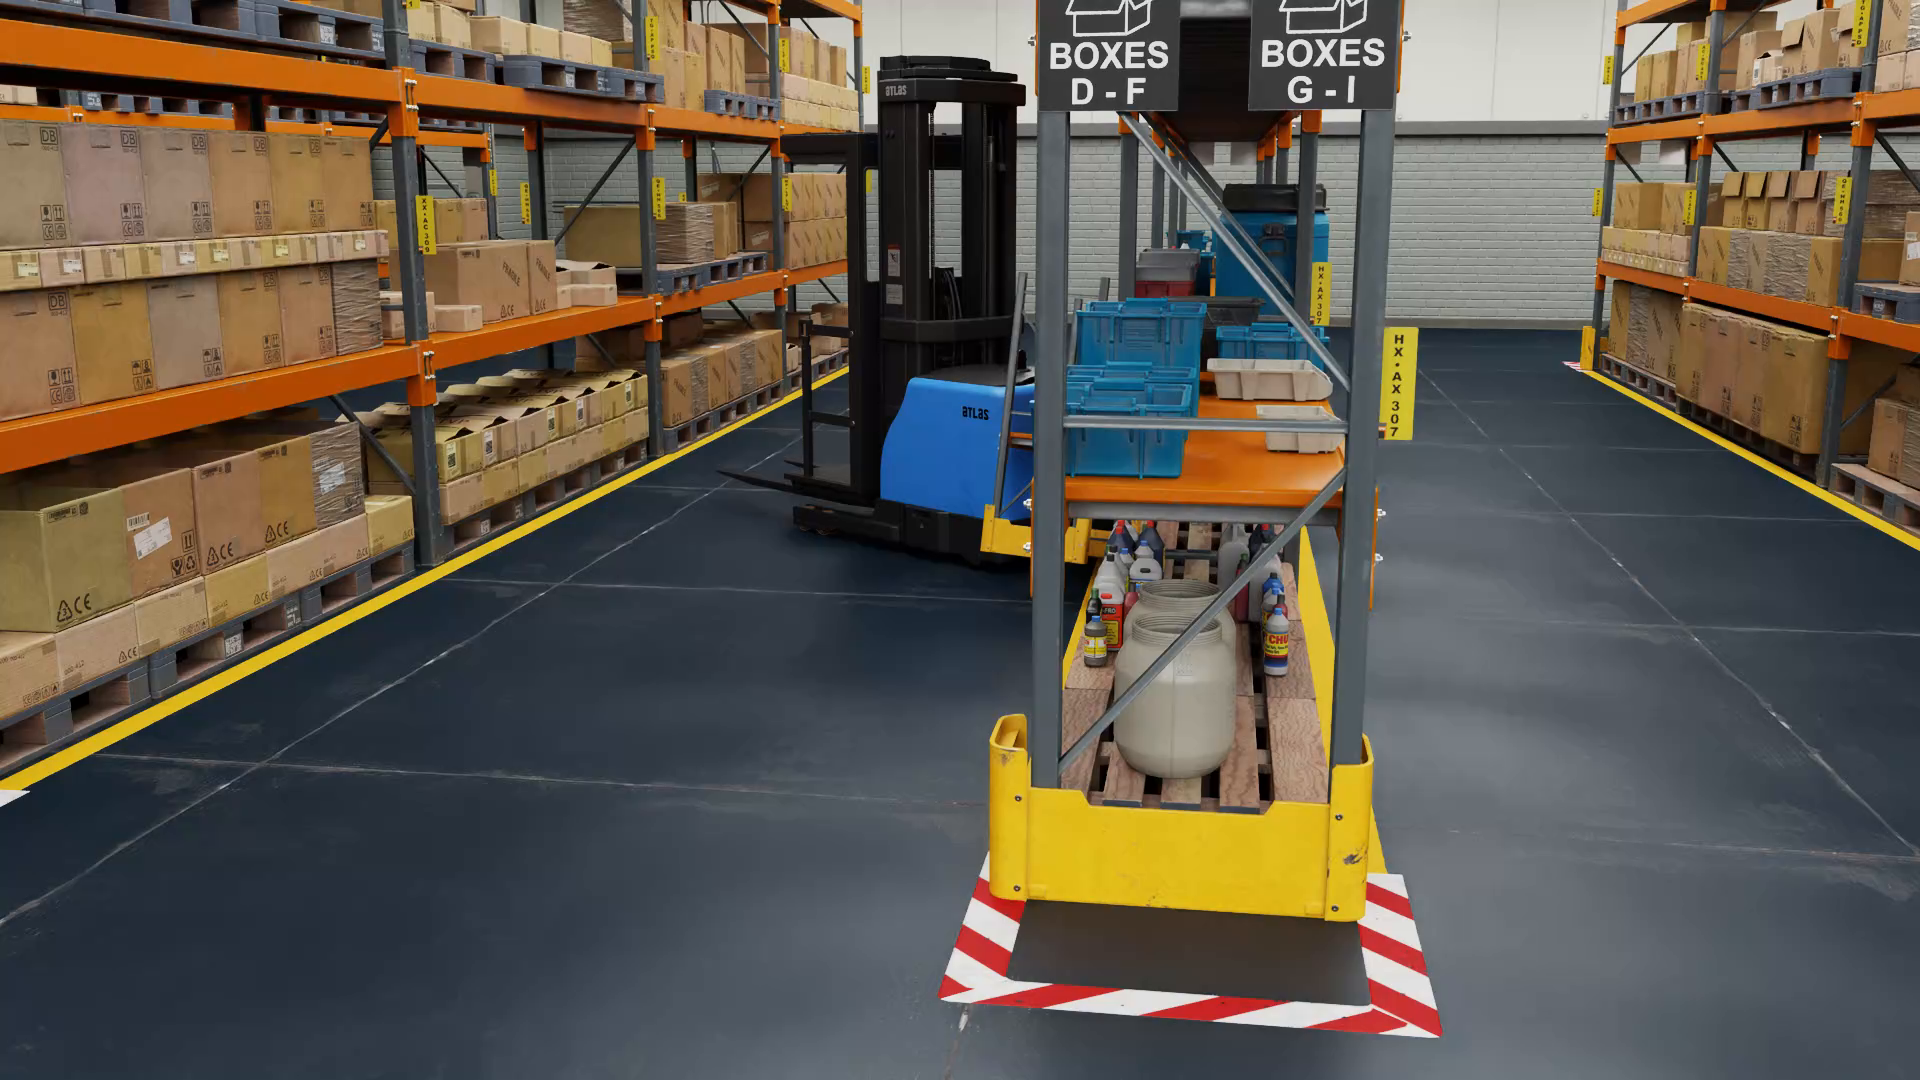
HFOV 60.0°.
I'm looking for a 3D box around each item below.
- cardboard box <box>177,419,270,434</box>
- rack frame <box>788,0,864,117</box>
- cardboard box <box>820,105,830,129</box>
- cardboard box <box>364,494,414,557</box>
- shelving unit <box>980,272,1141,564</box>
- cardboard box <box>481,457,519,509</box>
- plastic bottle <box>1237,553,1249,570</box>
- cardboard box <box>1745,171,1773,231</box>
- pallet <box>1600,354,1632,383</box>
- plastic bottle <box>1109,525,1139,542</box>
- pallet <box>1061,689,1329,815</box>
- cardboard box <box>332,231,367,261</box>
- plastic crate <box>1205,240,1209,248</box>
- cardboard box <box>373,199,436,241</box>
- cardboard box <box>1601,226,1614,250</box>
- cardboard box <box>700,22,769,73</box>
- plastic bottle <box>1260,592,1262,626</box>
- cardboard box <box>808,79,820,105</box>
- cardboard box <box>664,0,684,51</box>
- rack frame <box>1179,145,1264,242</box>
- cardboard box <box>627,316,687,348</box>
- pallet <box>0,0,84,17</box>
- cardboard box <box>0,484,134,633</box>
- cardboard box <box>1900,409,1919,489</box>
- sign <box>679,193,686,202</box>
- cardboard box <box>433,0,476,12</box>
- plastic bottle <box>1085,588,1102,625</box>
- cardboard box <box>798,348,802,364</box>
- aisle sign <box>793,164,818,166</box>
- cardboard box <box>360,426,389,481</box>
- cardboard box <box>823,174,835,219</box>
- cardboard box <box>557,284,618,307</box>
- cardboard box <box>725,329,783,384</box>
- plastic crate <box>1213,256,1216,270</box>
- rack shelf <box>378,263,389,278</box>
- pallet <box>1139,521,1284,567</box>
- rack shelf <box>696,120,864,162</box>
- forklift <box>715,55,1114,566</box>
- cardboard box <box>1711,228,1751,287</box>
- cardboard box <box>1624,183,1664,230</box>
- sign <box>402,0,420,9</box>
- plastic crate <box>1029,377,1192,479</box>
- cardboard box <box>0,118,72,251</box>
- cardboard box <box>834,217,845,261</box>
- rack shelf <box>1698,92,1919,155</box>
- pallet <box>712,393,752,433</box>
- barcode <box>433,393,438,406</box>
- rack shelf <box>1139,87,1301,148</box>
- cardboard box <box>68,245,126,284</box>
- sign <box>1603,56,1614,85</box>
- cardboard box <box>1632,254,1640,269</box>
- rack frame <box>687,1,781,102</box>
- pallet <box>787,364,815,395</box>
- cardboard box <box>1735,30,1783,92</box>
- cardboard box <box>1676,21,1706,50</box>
[{"bbox_3d":[-4.005,-0.366,8.824,0.500,0.500,0.500,2,12,9],"label":"cardboard box"},{"bbox_3d":[-1.710,-6.760,20.501,1.000,3.000,0.127,2,12,9],"label":"rack frame"},{"bbox_3d":[-1.773,-4.793,18.851,0.500,0.250,0.500,2,12,9],"label":"cardboard box"},{"bbox_3d":[-3.411,-0.087,9.307,0.500,0.250,0.500,2,12,9],"label":"cardboard box"},{"bbox_3d":[0.651,-0.652,9.279,0.587,1.500,1.083,7,3,21],"label":"shelving unit"},{"bbox_3d":[-3.169,-0.373,10.634,0.500,0.250,0.500,2,12,10],"label":"cardboard box"},{"bbox_3d":[1.340,0.197,7.862,0.061,0.283,0.133,2,12,9],"label":"plastic bottle"},{"bbox_3d":[7.256,-2.937,14.381,0.797,0.503,0.637,2,12,9],"label":"cardboard box"},{"bbox_3d":[8.032,-1.974,19.150,1.003,0.211,1.213,2,12,9],"label":"pallet"},{"bbox_3d":[0.834,0.069,8.476,0.152,0.276,0.135,2,12,11],"label":"plastic bottle"},{"bbox_3d":[0.819,0.841,6.088,1.003,0.211,1.213,2,12,9],"label":"pallet"},{"bbox_3d":[-3.425,-1.581,8.930,0.380,0.149,0.250,2,12,7],"label":"cardboard box"},{"bbox_3d":[2.618,-3.299,18.936,0.416,0.233,0.300,2,12,9],"label":"plastic crate"},{"bbox_3d":[-6.901,-3.717,19.909,0.980,0.700,0.700,1,12,6],"label":"cardboard box"},{"bbox_3d":[7.738,-3.487,19.202,0.500,0.250,0.500,2,12,7],"label":"cardboard box"},{"bbox_3d":[-2.288,-5.101,17.313,0.700,0.500,0.500,2,12,9],"label":"cardboard box"},{"bbox_3d":[1.425,0.294,7.605,0.097,0.201,0.097,0,12,0],"label":"plastic bottle"},{"bbox_3d":[-1.841,-4.933,18.314,0.500,0.250,0.500,2,12,9],"label":"cardboard box"},{"bbox_3d":[-2.710,-4.469,14.380,0.500,0.500,0.500,2,12,9],"label":"cardboard box"},{"bbox_3d":[3.184,-3.666,20.385,1.000,3.000,0.127,2,12,9],"label":"rack frame"},{"bbox_3d":[-2.871,-1.949,15.527,0.500,0.250,0.500,2,12,8],"label":"cardboard box"},{"bbox_3d":[-4.036,-2.066,6.051,1.003,0.211,1.213,2,12,9],"label":"pallet"},{"bbox_3d":[-3.793,0.067,6.813,0.500,0.500,0.500,2,12,9],"label":"cardboard box"},{"bbox_3d":[6.692,-0.578,10.942,0.700,0.500,0.500,1,12,4],"label":"cardboard box"},{"bbox_3d":[-2.862,-3.434,17.253,0.100,0.325,0.005,2,12,9],"label":"sign"},{"bbox_3d":[-3.357,-3.541,10.262,0.500,0.500,0.500,3,13,14],"label":"cardboard box"},{"bbox_3d":[0.573,0.356,7.126,0.061,0.283,0.133,2,12,10],"label":"plastic bottle"},{"bbox_3d":[-1.923,-2.086,18.732,0.380,0.166,0.250,2,12,9],"label":"cardboard box"},{"bbox_3d":[-1.989,-5.122,20.970,0.394,0.787,0.004,2,12,9],"label":"aisle sign"},{"bbox_3d":[-3.776,-0.558,10.163,0.500,0.311,0.500,2,12,9],"label":"cardboard box"},{"bbox_3d":[-1.738,-3.943,19.061,0.500,0.500,0.500,2,12,10],"label":"cardboard box"},{"bbox_3d":[-2.805,-1.843,12.522,0.380,0.149,0.250,2,12,9],"label":"cardboard box"},{"bbox_3d":[-2.118,-1.876,16.967,0.500,0.500,0.500,2,12,8],"label":"cardboard box"},{"bbox_3d":[2.782,-2.826,16.971,0.396,0.136,0.243,2,12,9],"label":"plastic crate"},{"bbox_3d":[-6.913,-3.219,20.019,1.077,0.370,4.000,2,12,9],"label":"rack shelf"},{"bbox_3d":[1.421,0.030,9.852,1.003,0.211,1.213,2,12,9],"label":"pallet"},{"bbox_3d":[-2.017,-4.526,18.961,1.077,0.370,4.000,2,12,9],"label":"rack shelf"},{"bbox_3d":[-0.435,-1.528,10.624,1.130,2.935,3.031,-12,17,-43],"label":"forklift"},{"bbox_3d":[7.069,-2.530,14.874,0.500,0.500,0.500,2,12,9],"label":"cardboard box"},{"bbox_3d":[7.587,-3.641,18.139,0.500,0.500,0.500,2,12,7],"label":"cardboard box"},{"bbox_3d":[-3.007,-3.070,9.082,0.100,0.325,0.005,2,12,9],"label":"sign"},{"bbox_3d":[0.505,-0.377,5.474,0.499,0.251,0.616,2,12,9],"label":"plastic crate"},{"bbox_3d":[-4.002,-1.397,6.540,0.700,0.500,0.500,2,12,7],"label":"cardboard box"},{"bbox_3d":[-1.668,-3.563,19.667,0.500,0.500,0.500,2,12,9],"label":"cardboard box"},{"bbox_3d":[7.155,-3.371,13.605,1.077,0.370,4.000,2,12,9],"label":"rack shelf"},{"bbox_3d":[-2.598,-1.206,15.590,1.003,0.211,1.213,2,12,9],"label":"pallet"},{"bbox_3d":[-3.105,-0.832,9.842,0.001,0.075,0.075,2,12,9],"label":"barcode"},{"bbox_3d":[1.646,-2.699,10.486,1.077,0.370,4.000,2,12,9],"label":"rack shelf"},{"bbox_3d":[-3.740,-1.152,6.944,0.380,0.149,0.250,1,12,7],"label":"cardboard box"},{"bbox_3d":[7.531,-5.457,19.313,0.100,0.325,0.005,2,12,9],"label":"sign"},{"bbox_3d":[7.462,-2.999,17.888,0.380,0.149,0.250,2,12,7],"label":"cardboard box"},{"bbox_3d":[-2.325,-5.927,16.638,1.000,3.000,0.127,2,12,9],"label":"rack frame"},{"bbox_3d":[-2.218,-1.774,18.227,1.003,0.211,1.213,2,12,9],"label":"pallet"},{"bbox_3d":[7.384,-4.273,14.844,0.700,0.500,0.500,2,12,10],"label":"cardboard box"},{"bbox_3d":[7.758,-5.222,17.231,0.500,0.250,0.500,1,12,7],"label":"cardboard box"}]
